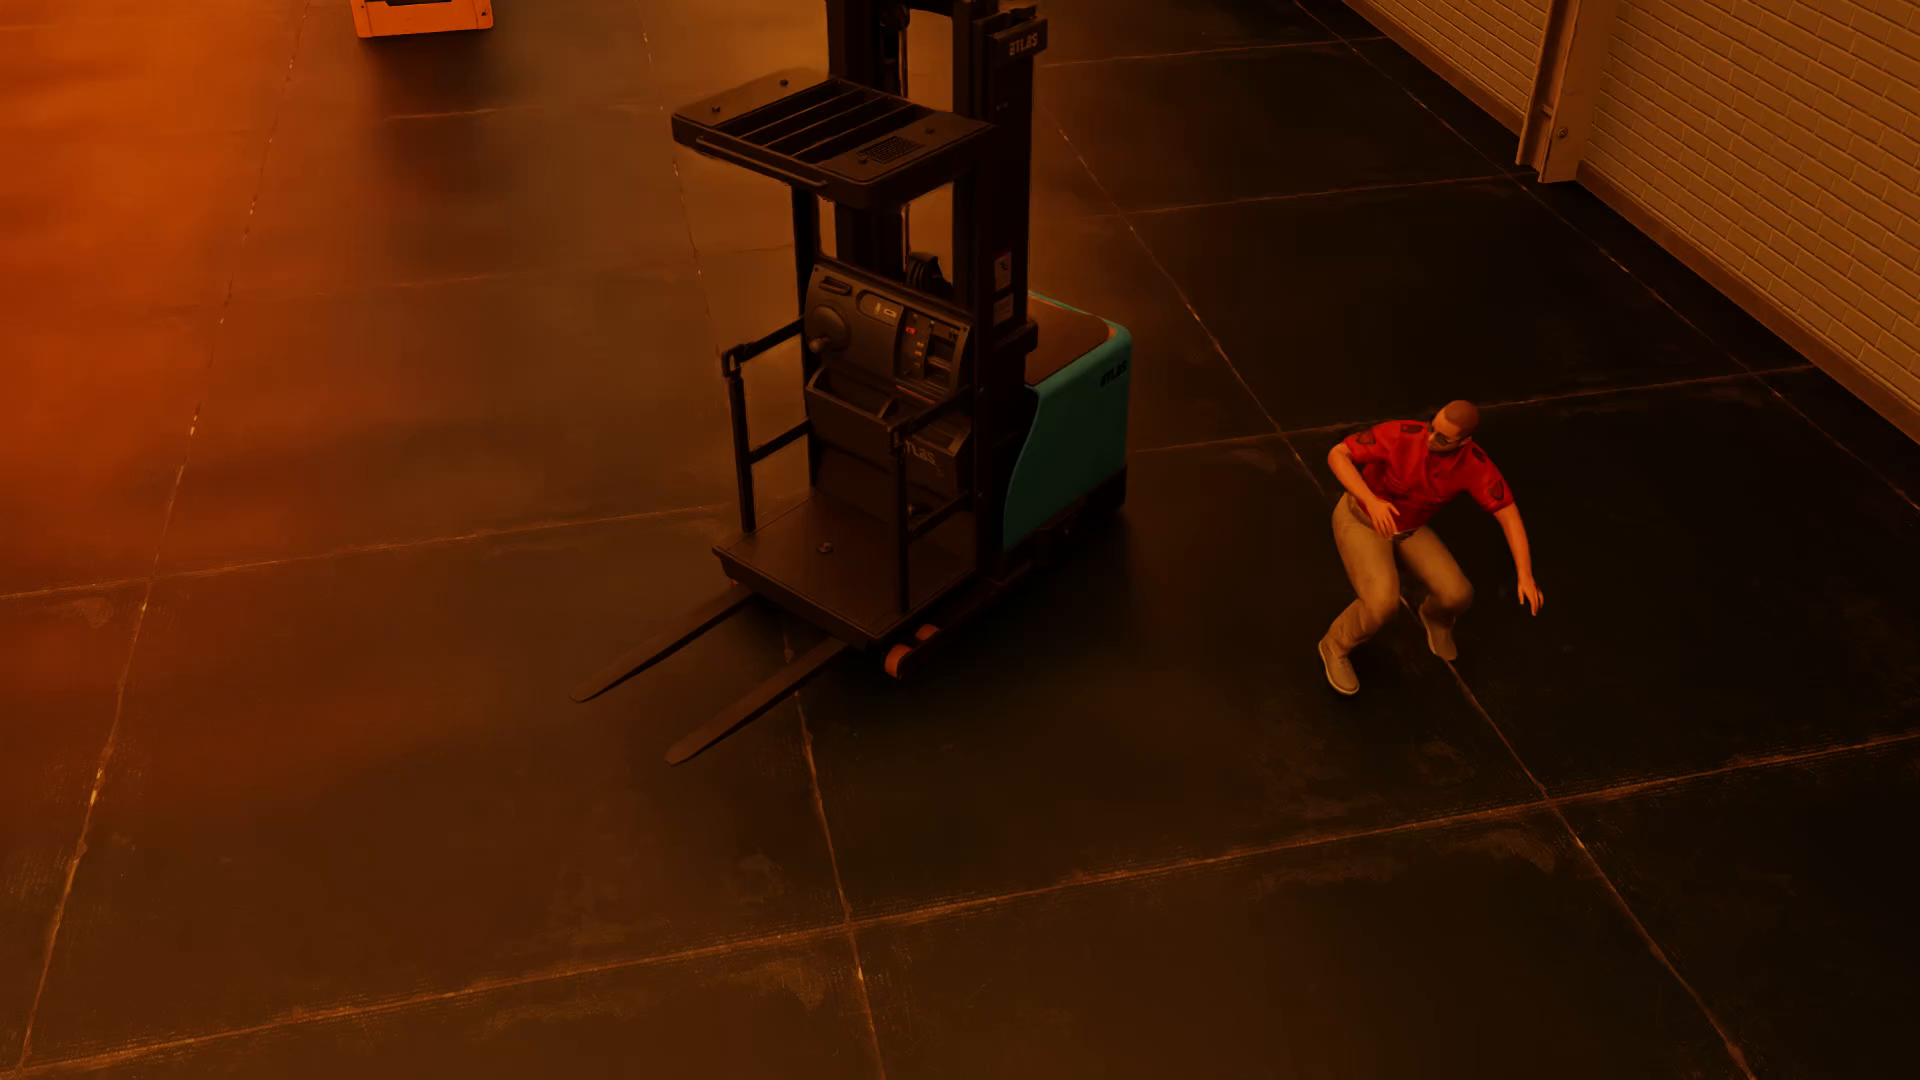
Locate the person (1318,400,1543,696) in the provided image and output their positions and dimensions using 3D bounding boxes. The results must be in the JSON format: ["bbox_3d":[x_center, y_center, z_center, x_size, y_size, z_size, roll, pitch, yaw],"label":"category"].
[{"bbox_3d":[2.007,0.053,7.283,0.794,1.498,0.896,-8,37,-11],"label":"person"}]

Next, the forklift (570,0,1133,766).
[{"bbox_3d":[-0.467,-0.878,7.270,1.130,2.935,3.031,26,43,32],"label":"forklift"}]
